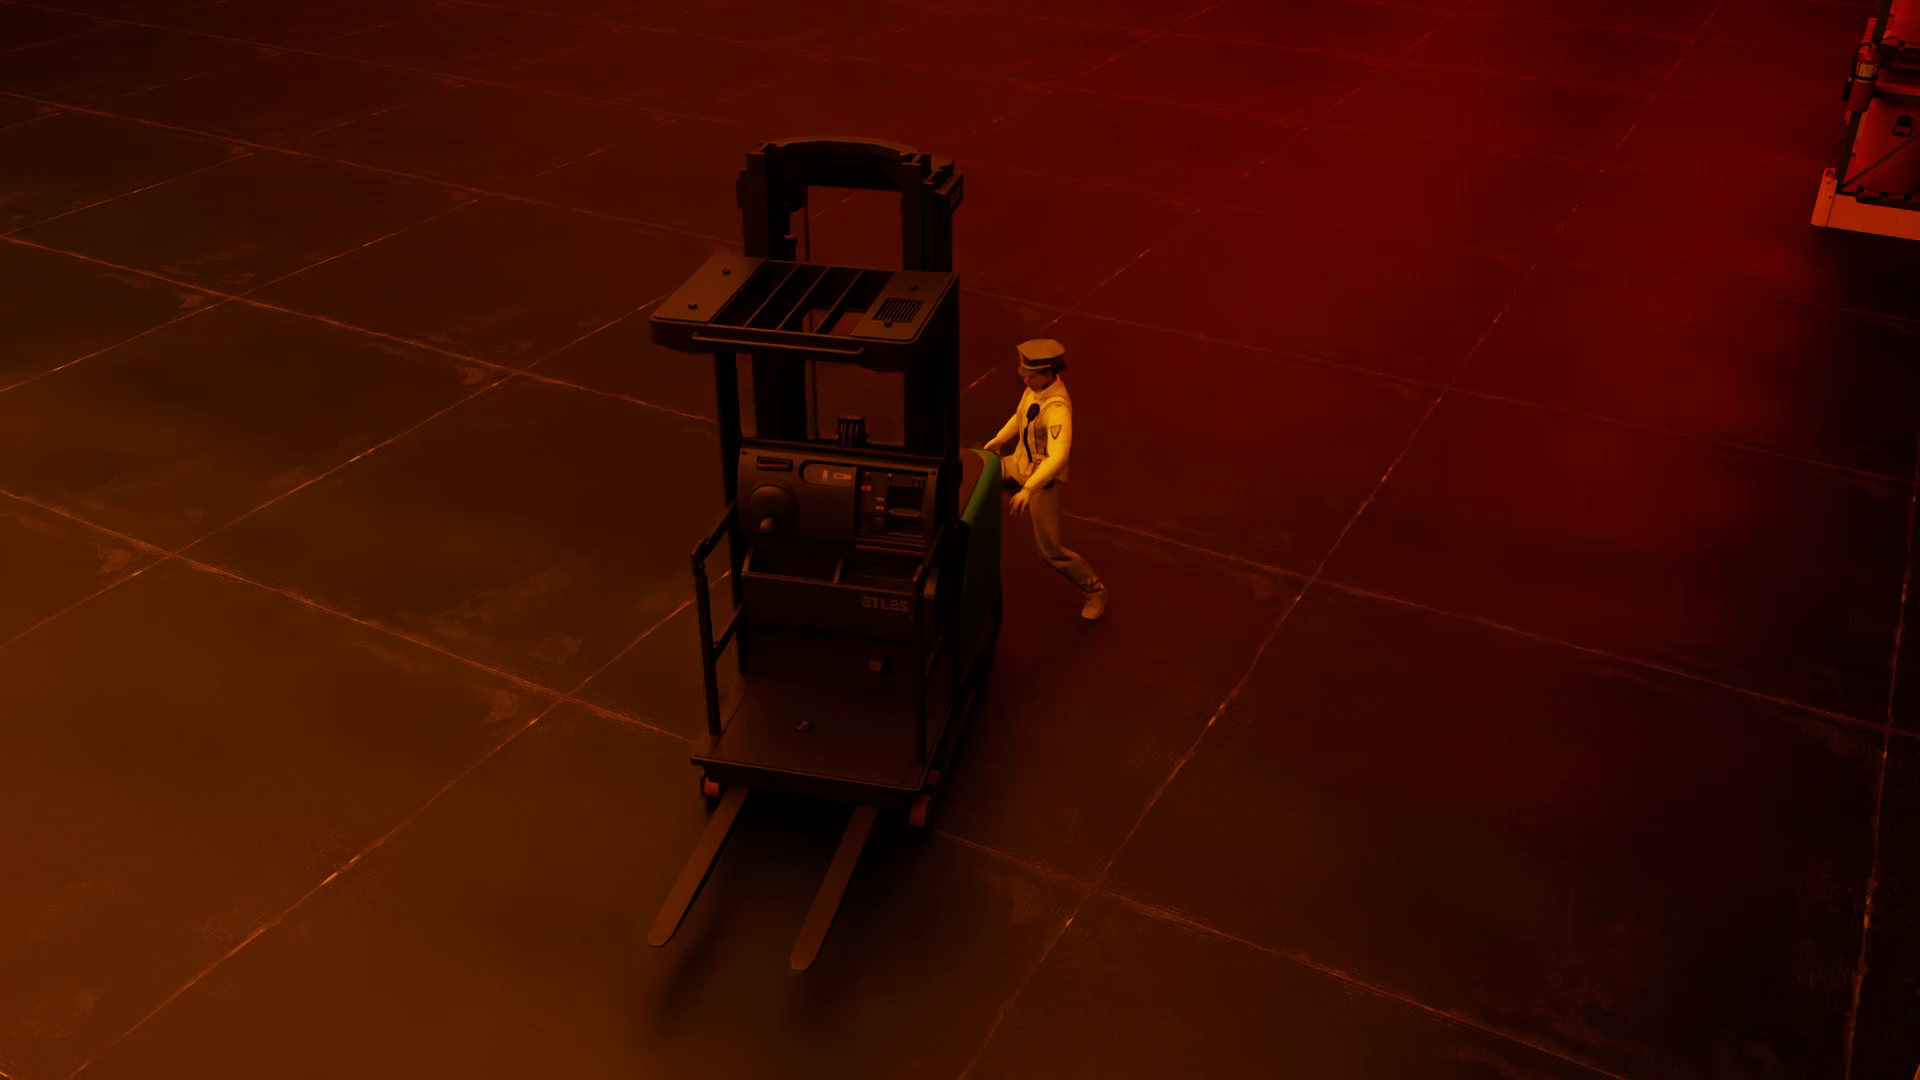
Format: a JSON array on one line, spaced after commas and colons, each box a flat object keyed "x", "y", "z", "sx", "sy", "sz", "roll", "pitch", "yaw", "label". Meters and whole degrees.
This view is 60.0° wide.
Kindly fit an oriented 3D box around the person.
[{"x": 0.403, "y": -0.361, "z": 9.164, "sx": 0.781, "sy": 1.539, "sz": 0.899, "roll": -8, "pitch": 31, "yaw": -13, "label": "person"}]

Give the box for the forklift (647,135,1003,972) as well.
[{"x": -0.600, "y": -0.140, "z": 7.314, "sx": 1.130, "sy": 2.935, "sz": 3.031, "roll": 7, "pitch": 31, "yaw": 11, "label": "forklift"}]
